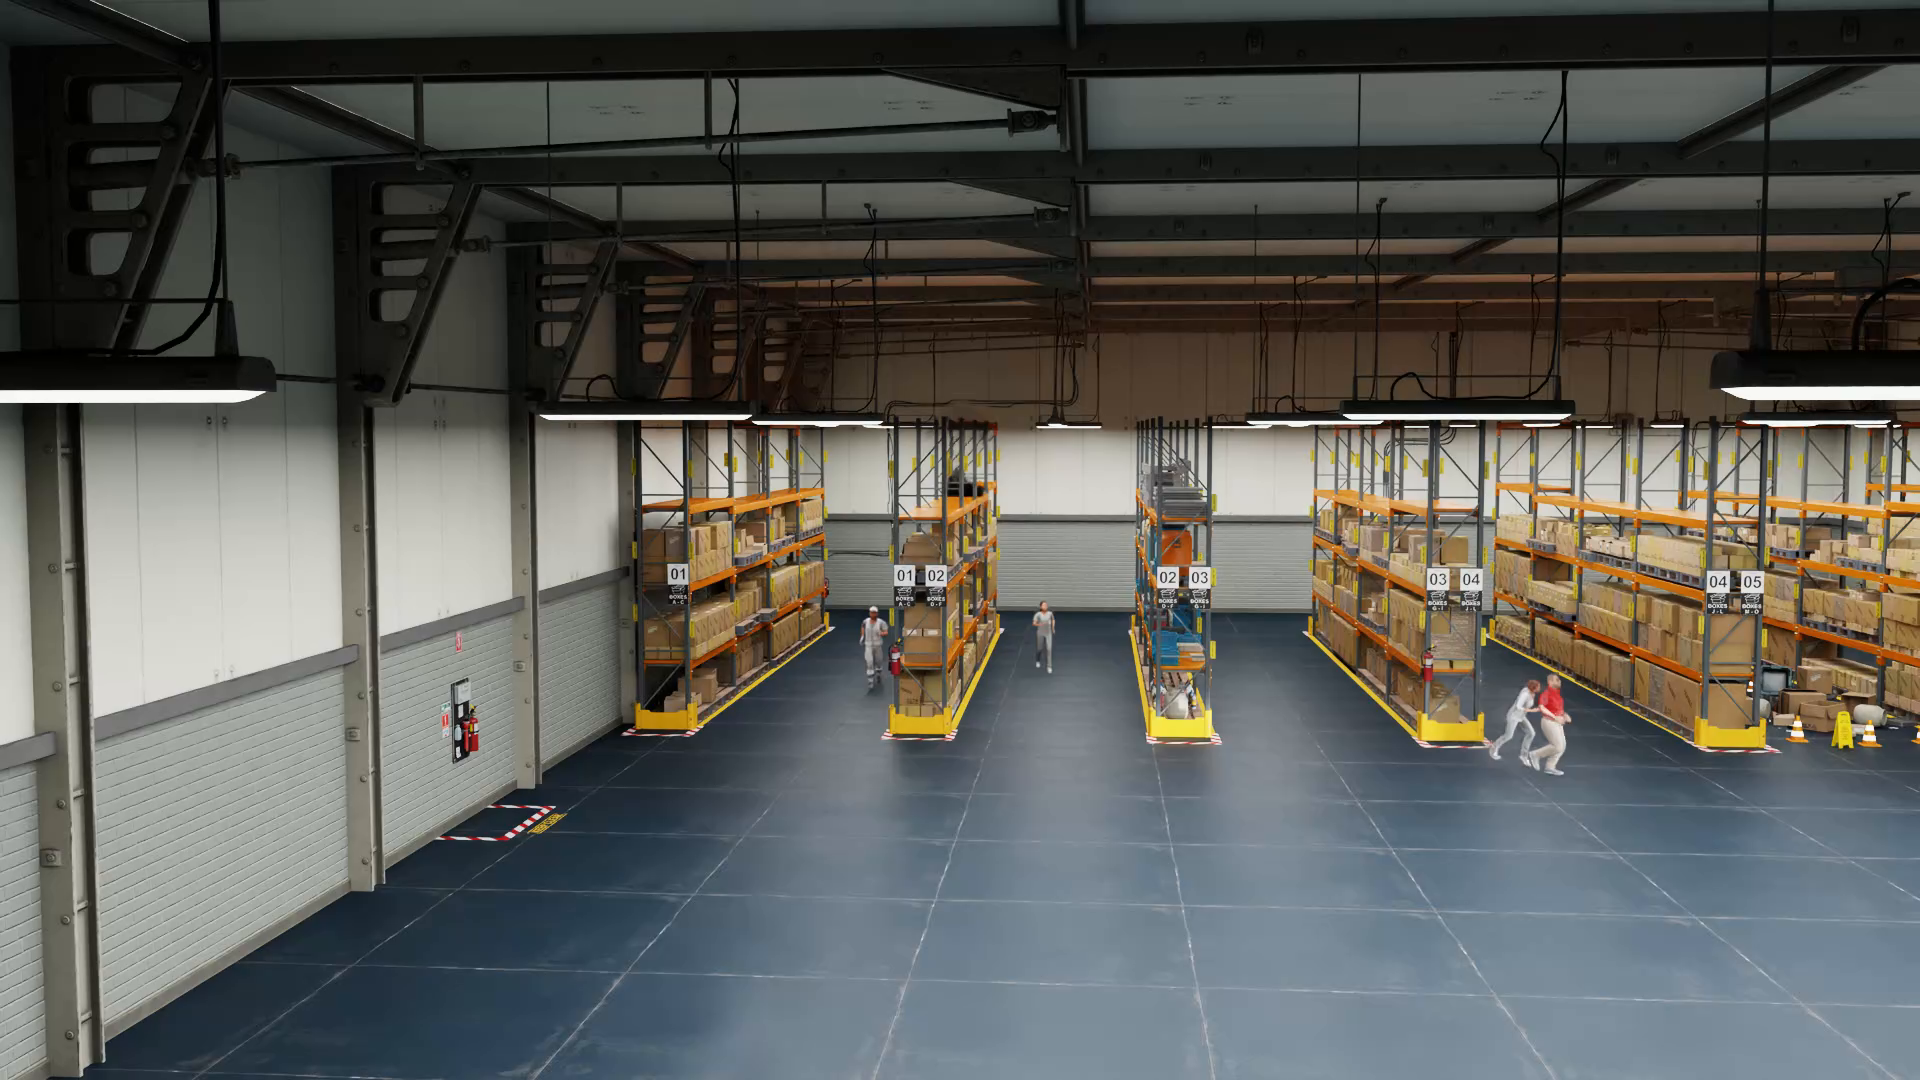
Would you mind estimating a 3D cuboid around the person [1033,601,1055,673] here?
[{"bbox_3d":[2.009,2.279,39.666,0.569,1.672,0.943,-1,4,-8],"label":"person"}]

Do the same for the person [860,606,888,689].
[{"bbox_3d":[-1.918,2.370,37.129,0.660,1.790,0.983,0,4,4],"label":"person"}]

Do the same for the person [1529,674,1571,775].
[{"bbox_3d":[9.844,3.069,27.738,0.595,1.679,0.648,3,5,35],"label":"person"}]

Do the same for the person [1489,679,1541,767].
[{"bbox_3d":[9.559,3.125,28.598,0.916,1.531,0.580,3,5,41],"label":"person"}]
